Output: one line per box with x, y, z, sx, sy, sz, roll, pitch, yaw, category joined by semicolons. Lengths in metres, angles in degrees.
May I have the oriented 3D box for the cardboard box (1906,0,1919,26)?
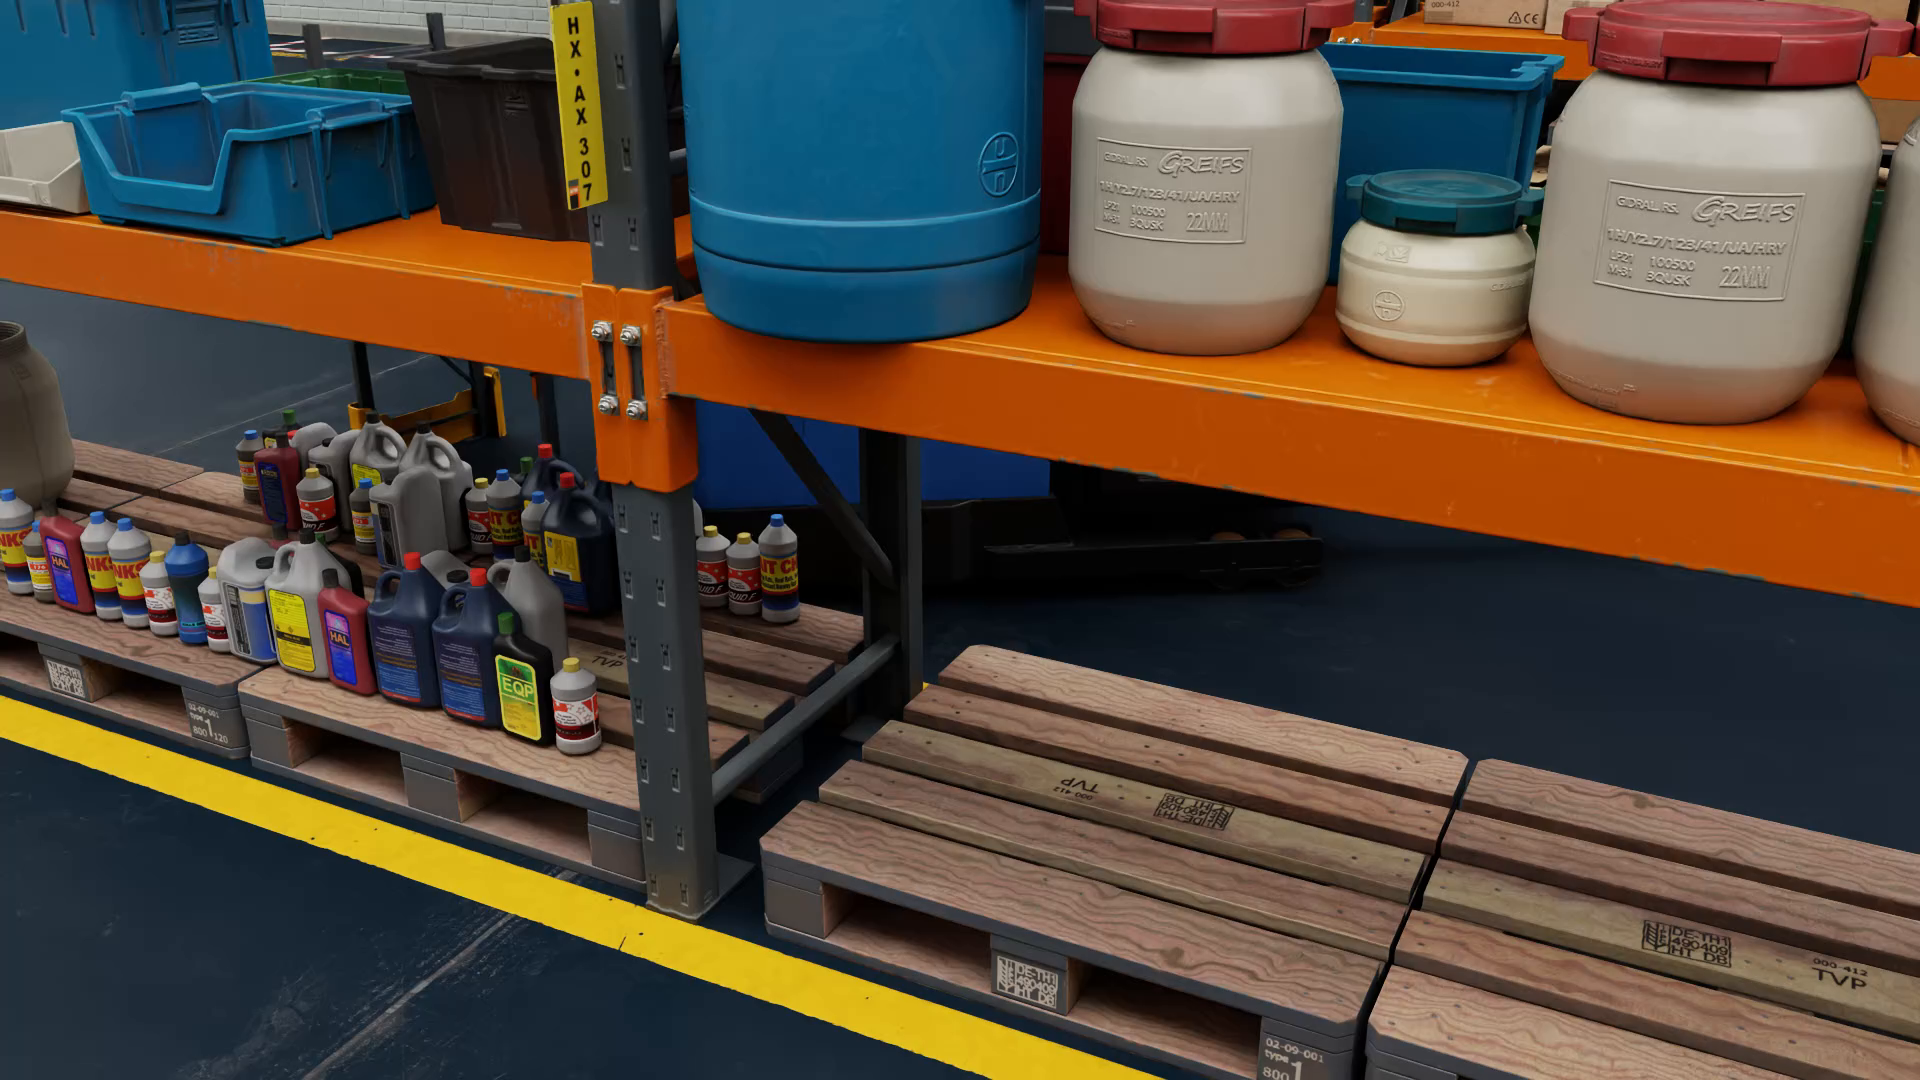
3.934;-2.138;6.316;0.500;0.500;0.500;10;25;22;cardboard box

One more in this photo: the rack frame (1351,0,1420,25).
1.869;-2.507;7.313;0.127;3.000;1.000;11;25;25;rack frame

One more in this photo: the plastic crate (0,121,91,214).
-1.932;-0.855;3.764;0.437;0.136;0.530;11;25;25;plastic crate

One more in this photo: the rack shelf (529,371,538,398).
-1.509;-0.714;5.473;1.000;0.185;0.538;18;29;35;rack shelf

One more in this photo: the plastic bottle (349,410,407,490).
-1.616;-0.190;4.687;0.185;0.351;0.144;12;26;27;plastic bottle

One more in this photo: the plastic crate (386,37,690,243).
-0.779;-0.886;3.580;0.504;0.338;0.767;11;25;25;plastic crate

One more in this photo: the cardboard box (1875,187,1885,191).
3.498;-1.262;6.645;0.500;0.311;0.500;12;26;26;cardboard box

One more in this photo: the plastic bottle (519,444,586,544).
-1.071;-0.082;4.433;0.185;0.351;0.144;10;25;22;plastic bottle

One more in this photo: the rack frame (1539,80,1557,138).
4.101;-4.238;11.382;0.127;3.000;1.000;11;25;25;rack frame

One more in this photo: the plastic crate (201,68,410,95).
-1.453;-1.019;4.083;0.662;0.188;0.450;11;25;25;plastic crate

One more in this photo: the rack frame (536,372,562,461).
-1.113;-0.755;5.109;0.032;1.500;0.500;18;29;35;rack frame

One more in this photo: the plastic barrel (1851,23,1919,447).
1.427;-0.389;2.158;0.433;0.535;0.433;0;23;0;plastic barrel

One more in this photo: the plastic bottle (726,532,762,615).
-0.546;0.080;4.242;0.097;0.201;0.097;0;23;0;plastic bottle

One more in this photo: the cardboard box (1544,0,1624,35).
2.568;-2.164;6.826;0.250;0.149;0.380;11;25;25;cardboard box

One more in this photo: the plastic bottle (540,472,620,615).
-0.967;0.002;4.236;0.185;0.351;0.144;11;25;25;plastic bottle

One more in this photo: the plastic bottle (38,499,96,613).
-2.267;0.039;4.235;0.133;0.283;0.061;12;26;25;plastic bottle

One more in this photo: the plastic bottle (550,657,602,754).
-0.833;0.352;3.603;0.097;0.201;0.097;0;23;0;plastic bottle

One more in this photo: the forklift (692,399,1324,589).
0.648;-1.407;4.814;3.031;2.935;1.130;-3;23;-6;forklift

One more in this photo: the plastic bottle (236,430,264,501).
-2.102;-0.228;4.966;0.097;0.201;0.097;0;23;0;plastic bottle

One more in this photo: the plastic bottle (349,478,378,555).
-1.631;-0.071;4.599;0.097;0.201;0.097;0;23;0;plastic bottle

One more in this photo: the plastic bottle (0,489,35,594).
-2.461;-0.002;4.346;0.097;0.271;0.097;0;23;0;plastic bottle

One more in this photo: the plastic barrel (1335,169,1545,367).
0.743;-0.427;2.598;0.301;0.262;0.301;0;23;0;plastic barrel

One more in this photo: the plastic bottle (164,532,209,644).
-1.885;0.112;4.078;0.097;0.271;0.097;0;23;0;plastic bottle

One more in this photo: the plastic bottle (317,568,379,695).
-1.409;0.208;3.836;0.133;0.283;0.061;13;26;28;plastic bottle

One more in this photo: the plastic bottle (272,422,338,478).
-1.889;-0.208;4.824;0.135;0.276;0.152;11;26;25;plastic bottle

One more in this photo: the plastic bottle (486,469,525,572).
-1.219;-0.059;4.479;0.097;0.271;0.097;0;23;0;plastic bottle

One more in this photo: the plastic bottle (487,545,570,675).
-1.009;0.175;3.828;0.185;0.351;0.144;11;25;25;plastic bottle

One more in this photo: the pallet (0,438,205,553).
-3.127;-0.059;5.118;1.213;0.211;1.003;11;25;25;pallet

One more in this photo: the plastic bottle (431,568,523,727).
-1.074;0.226;3.709;0.185;0.351;0.144;10;25;23;plastic bottle

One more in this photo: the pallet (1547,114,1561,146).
4.797;-2.818;11.606;1.213;0.211;1.003;11;25;25;pallet

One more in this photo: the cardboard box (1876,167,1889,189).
3.718;-1.453;7.095;0.500;0.311;0.500;11;25;24;cardboard box

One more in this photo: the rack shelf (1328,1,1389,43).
0.084;-2.529;8.284;4.000;0.370;1.077;11;25;25;rack shelf

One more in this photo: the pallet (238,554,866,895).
-0.950;0.372;4.105;1.213;0.211;1.003;11;25;25;pallet

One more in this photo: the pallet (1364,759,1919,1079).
1.442;0.845;2.992;1.213;0.211;1.003;11;25;25;pallet

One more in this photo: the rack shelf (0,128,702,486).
-2.154;-0.800;4.218;4.000;0.370;1.077;11;25;25;rack shelf

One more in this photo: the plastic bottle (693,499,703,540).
-0.756;0.016;4.297;0.135;0.276;0.152;12;26;26;plastic bottle

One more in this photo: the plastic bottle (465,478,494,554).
-1.313;-0.072;4.599;0.097;0.201;0.097;0;23;0;plastic bottle

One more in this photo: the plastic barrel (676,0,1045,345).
-0.161;-0.835;2.739;0.708;0.901;0.600;11;25;25;plastic barrel

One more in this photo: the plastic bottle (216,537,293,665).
-1.676;0.139;4.009;0.135;0.276;0.152;12;26;25;plastic bottle

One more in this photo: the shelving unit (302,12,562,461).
-1.502;-0.878;5.398;1.083;1.500;0.587;18;29;35;shelving unit

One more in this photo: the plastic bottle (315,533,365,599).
-1.510;0.125;4.031;0.133;0.283;0.061;11;25;25;plastic bottle

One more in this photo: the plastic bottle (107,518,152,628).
-2.066;0.076;4.162;0.097;0.271;0.097;0;23;0;plastic bottle

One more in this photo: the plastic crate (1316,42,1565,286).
0.756;-0.684;3.047;0.575;0.384;0.392;11;25;25;plastic crate
